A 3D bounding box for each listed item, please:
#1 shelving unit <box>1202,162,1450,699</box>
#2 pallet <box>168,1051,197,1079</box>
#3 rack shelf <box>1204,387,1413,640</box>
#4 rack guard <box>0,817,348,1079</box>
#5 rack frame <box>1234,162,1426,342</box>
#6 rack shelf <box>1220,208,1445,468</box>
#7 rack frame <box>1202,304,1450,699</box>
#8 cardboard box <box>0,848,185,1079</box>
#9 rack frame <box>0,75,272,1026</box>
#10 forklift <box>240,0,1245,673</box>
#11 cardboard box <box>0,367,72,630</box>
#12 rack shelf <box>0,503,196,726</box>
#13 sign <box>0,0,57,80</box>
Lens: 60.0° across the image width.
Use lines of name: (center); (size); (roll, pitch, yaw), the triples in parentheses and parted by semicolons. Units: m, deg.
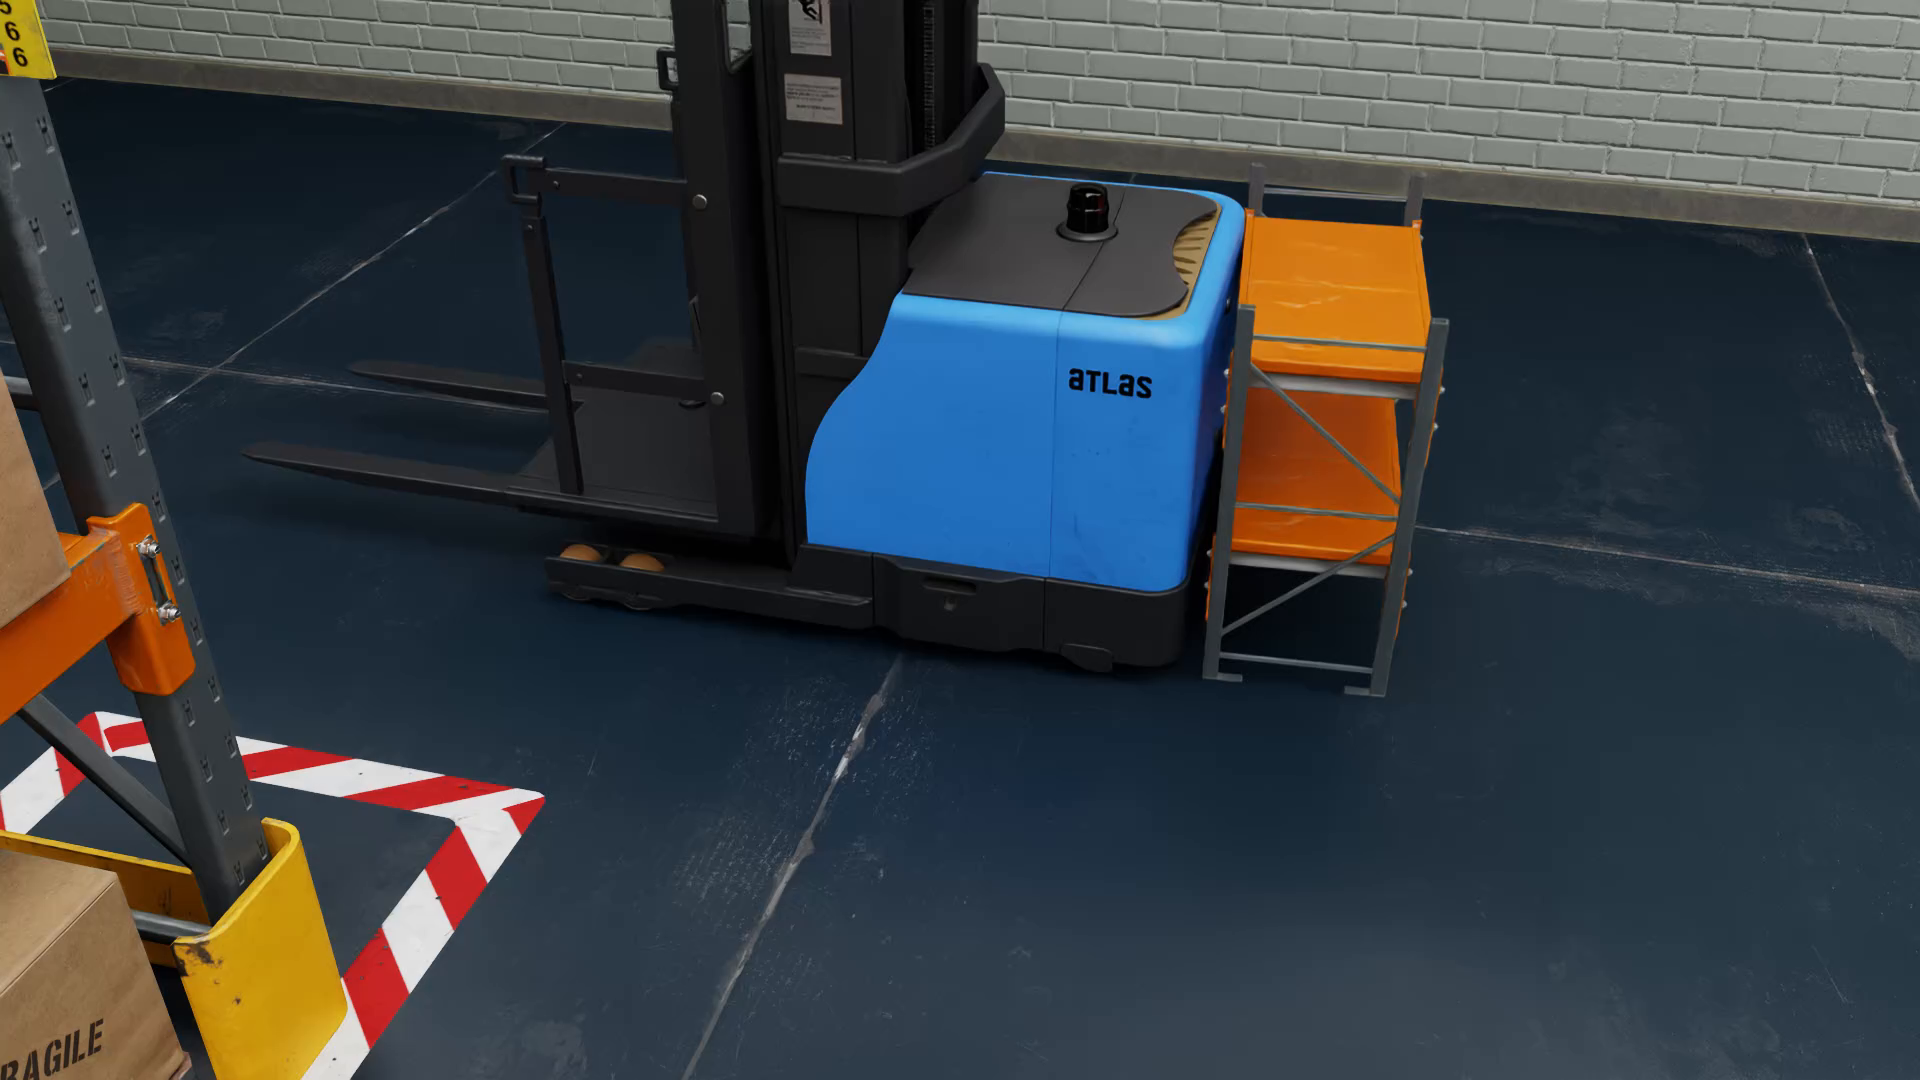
shelving unit: (1.014, -0.340, 4.736); (0.538, 1.125, 1.048); (6, 33, 9)
pallet: (-2.133, 1.343, 2.941); (1.003, 0.211, 1.213); (8, 33, 12)
rack shelf: (1.014, -0.133, 4.867); (0.538, 0.278, 1.000); (6, 33, 9)
rack guard: (-1.932, 0.807, 3.514); (1.175, 0.500, 0.348); (8, 33, 12)
rack frame: (1.104, -0.608, 5.158); (0.500, 1.125, 0.032); (6, 33, 9)
rack shelf: (1.014, -0.587, 4.579); (0.538, 0.278, 1.000); (6, 33, 9)
rack frame: (0.923, -0.071, 4.314); (0.500, 1.125, 0.032); (6, 33, 9)
cardboard box: (-1.812, 0.898, 2.962); (0.500, 0.500, 0.500); (8, 33, 12)
rack frame: (-1.912, -0.287, 2.906); (1.000, 3.000, 0.127); (8, 33, 12)
forklift: (-0.735, -1.293, 4.551); (3.031, 2.935, 1.130); (8, 33, 12)
cardboard box: (-1.763, -0.060, 2.455); (0.500, 0.500, 0.500); (9, 34, 14)
rack shelf: (-2.420, 1.054, 1.466); (1.077, 0.370, 4.000); (8, 33, 12)
sign: (-1.381, -0.823, 2.375); (0.100, 0.325, 0.005); (8, 33, 12)
